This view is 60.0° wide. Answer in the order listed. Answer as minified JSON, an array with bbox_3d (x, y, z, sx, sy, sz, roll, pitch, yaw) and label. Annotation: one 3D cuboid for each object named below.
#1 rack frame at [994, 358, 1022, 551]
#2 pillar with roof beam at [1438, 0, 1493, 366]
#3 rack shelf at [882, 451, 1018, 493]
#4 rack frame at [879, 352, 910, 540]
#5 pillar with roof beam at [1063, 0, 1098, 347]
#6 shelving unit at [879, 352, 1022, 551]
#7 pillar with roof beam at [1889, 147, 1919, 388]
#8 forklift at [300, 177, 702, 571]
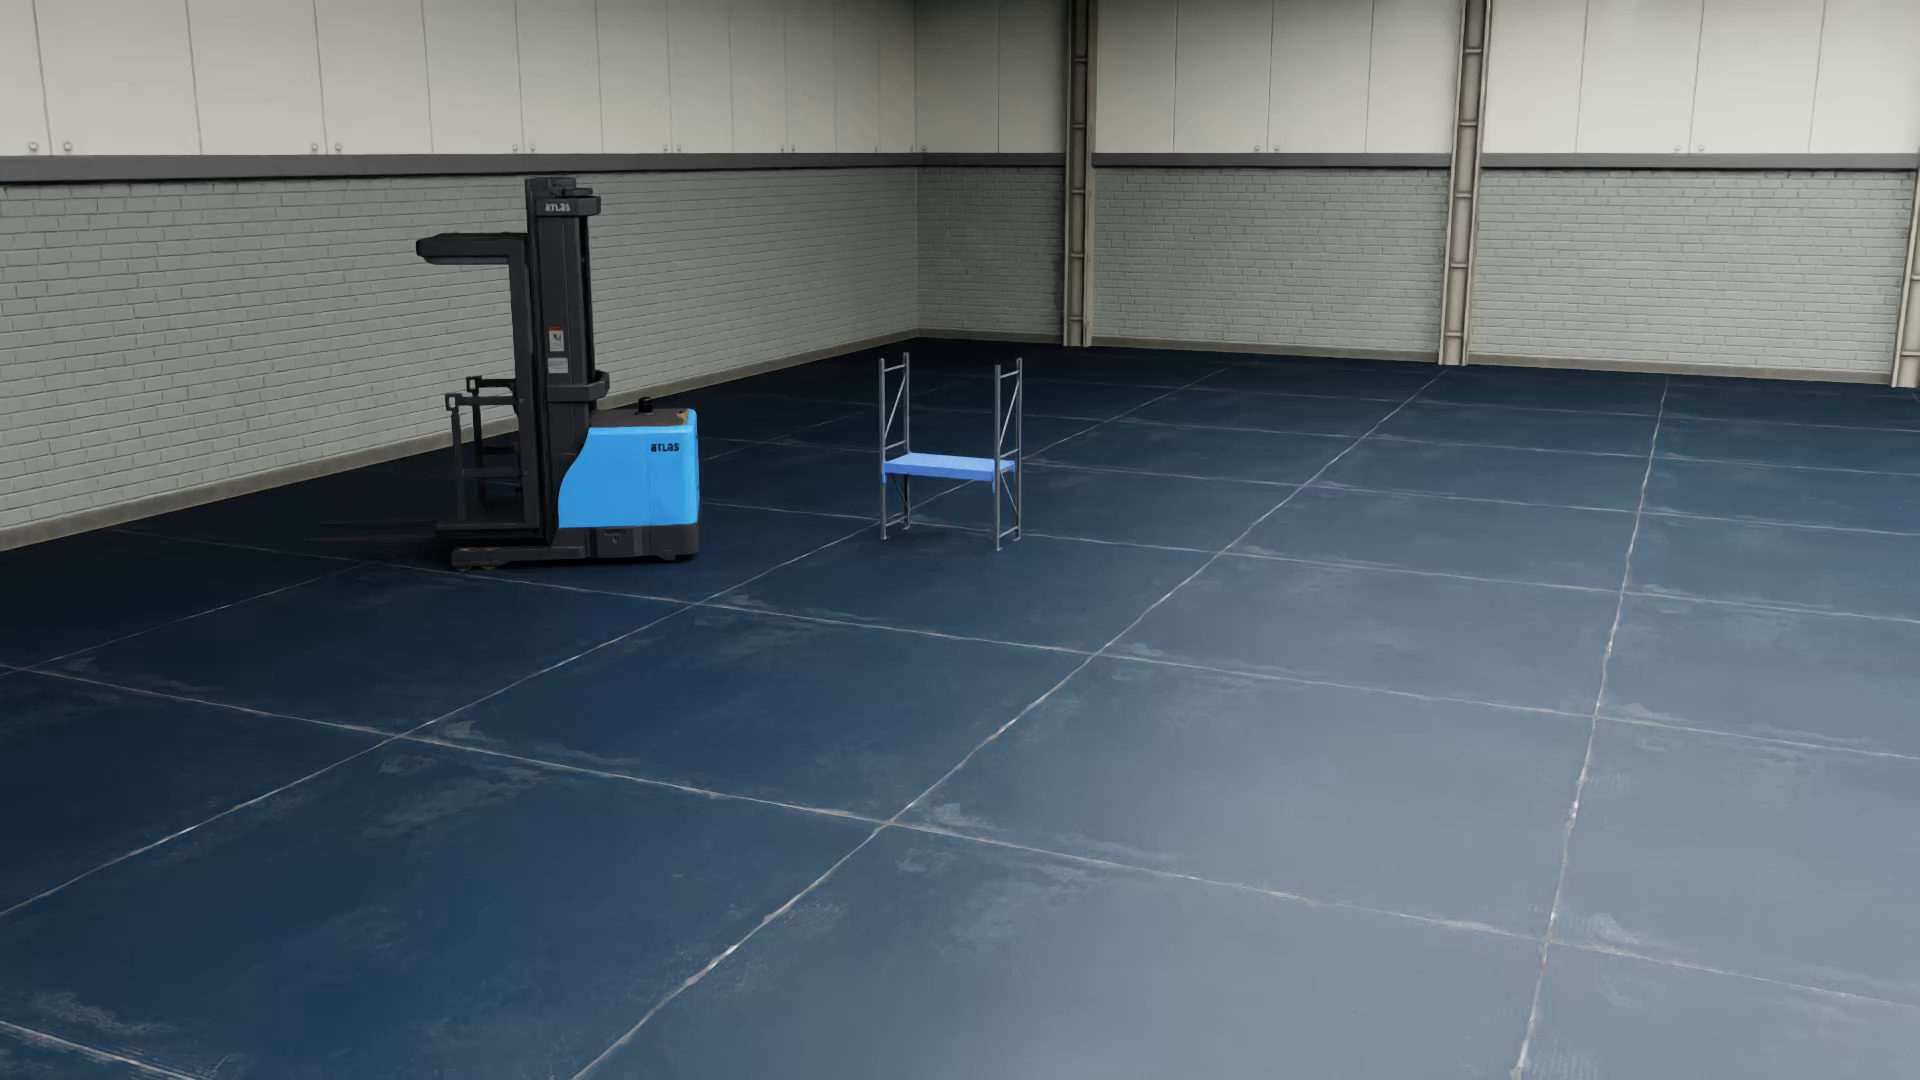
[{"bbox_3d":[0.387,-0.691,13.417,0.032,1.500,0.500,6,14,23],"label":"rack frame"},{"bbox_3d":[5.680,-6.130,20.182,0.400,9.000,9.100,6,14,23],"label":"pillar with roof beam"},{"bbox_3d":[-0.078,-0.563,13.658,1.000,0.185,0.538,6,14,23],"label":"rack shelf"},{"bbox_3d":[-0.543,-0.785,13.818,0.032,1.500,0.500,6,14,23],"label":"rack frame"},{"bbox_3d":[0.194,-6.686,22.548,0.400,9.000,9.100,6,14,23],"label":"pillar with roof beam"},{"bbox_3d":[-0.078,-0.738,13.617,1.048,1.500,0.538,6,14,23],"label":"shelving unit"},{"bbox_3d":[11.166,-5.575,17.816,0.400,9.000,9.100,6,14,23],"label":"pillar with roof beam"},{"bbox_3d":[-3.600,-1.320,12.966,3.031,2.935,1.130,-2,13,-7],"label":"forklift"}]
